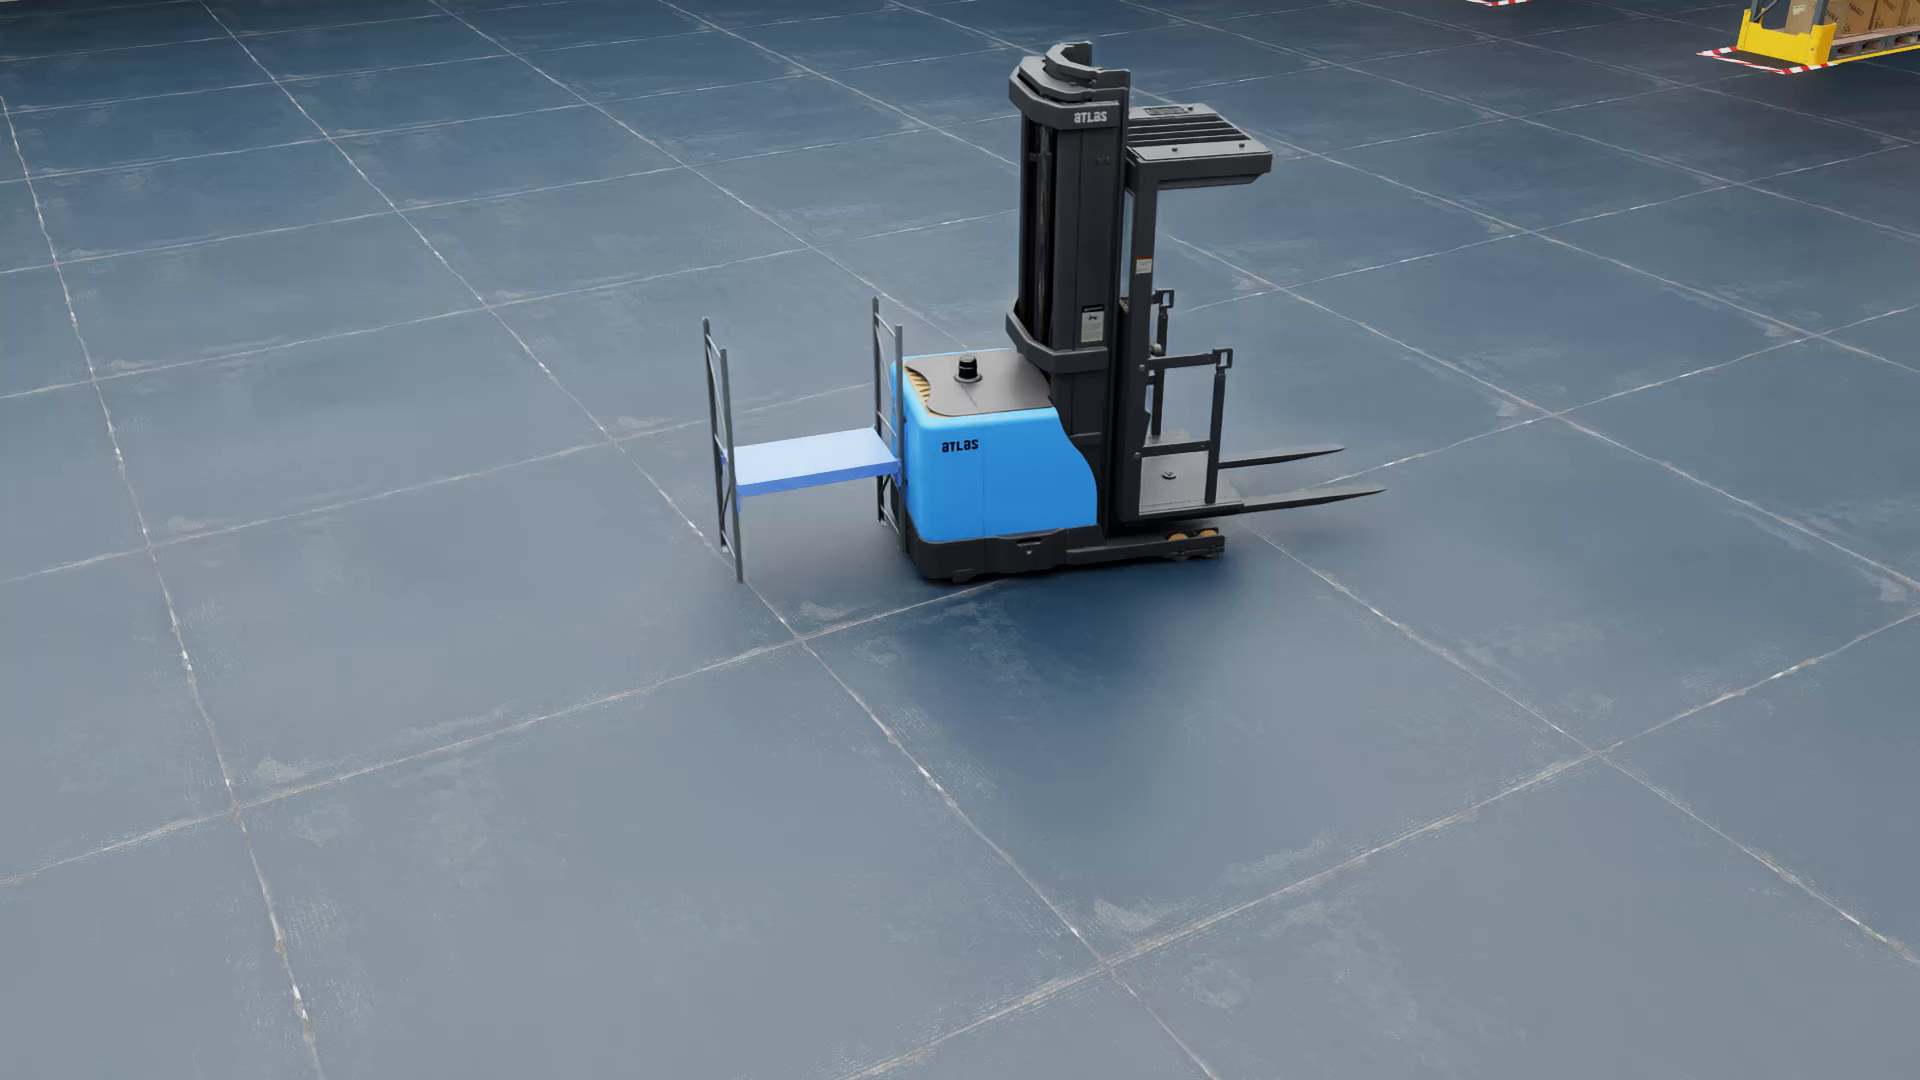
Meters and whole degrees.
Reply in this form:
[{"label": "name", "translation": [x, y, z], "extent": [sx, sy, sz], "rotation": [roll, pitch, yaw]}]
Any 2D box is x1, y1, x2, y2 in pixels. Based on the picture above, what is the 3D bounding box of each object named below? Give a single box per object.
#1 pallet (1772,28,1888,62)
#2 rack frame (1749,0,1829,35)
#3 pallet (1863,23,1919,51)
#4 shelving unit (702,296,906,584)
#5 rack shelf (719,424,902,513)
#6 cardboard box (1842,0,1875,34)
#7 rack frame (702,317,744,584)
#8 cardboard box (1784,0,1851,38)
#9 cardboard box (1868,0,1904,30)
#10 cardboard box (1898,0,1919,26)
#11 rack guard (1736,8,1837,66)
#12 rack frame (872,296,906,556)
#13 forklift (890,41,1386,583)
[{"label": "pallet", "translation": [11.535, -6.658, 22.193], "extent": [1.213, 0.211, 1.003], "rotation": [-16, 33, -26]}, {"label": "rack frame", "translation": [10.751, -7.676, 21.152], "extent": [0.127, 3.000, 1.000], "rotation": [-16, 33, -26]}, {"label": "pallet", "translation": [12.586, -6.954, 22.731], "extent": [1.213, 0.211, 1.003], "rotation": [-16, 33, -26]}, {"label": "shelving unit", "translation": [-0.905, -0.594, 9.872], "extent": [1.048, 1.500, 0.538], "rotation": [-10, 30, -17]}, {"label": "rack shelf", "translation": [-0.905, -0.436, 9.958], "extent": [1.000, 0.185, 0.538], "rotation": [-10, 30, -17]}, {"label": "cardboard box", "translation": [11.796, -7.072, 22.210], "extent": [0.500, 0.500, 0.500], "rotation": [-8, 30, -13]}, {"label": "rack frame", "translation": [-1.384, -0.511, 9.722], "extent": [0.032, 1.500, 0.500], "rotation": [-10, 30, -17]}, {"label": "cardboard box", "translation": [11.298, -6.911, 21.919], "extent": [0.500, 0.500, 0.500], "rotation": [-10, 30, -17]}, {"label": "cardboard box", "translation": [12.346, -7.217, 22.474], "extent": [0.500, 0.500, 0.500], "rotation": [-13, 31, -22]}, {"label": "cardboard box", "translation": [12.849, -7.335, 22.687], "extent": [0.500, 0.500, 0.500], "rotation": [-19, 34, -31]}, {"label": "rack guard", "translation": [10.817, -6.600, 21.790], "extent": [0.348, 0.500, 1.175], "rotation": [-16, 33, -26]}, {"label": "rack frame", "translation": [-0.426, -0.676, 10.021], "extent": [0.032, 1.500, 0.500], "rotation": [-10, 30, -17]}, {"label": "forklift", "translation": [1.133, -1.395, 9.842], "extent": [3.031, 2.935, 1.130], "rotation": [-7, 30, -12]}]
